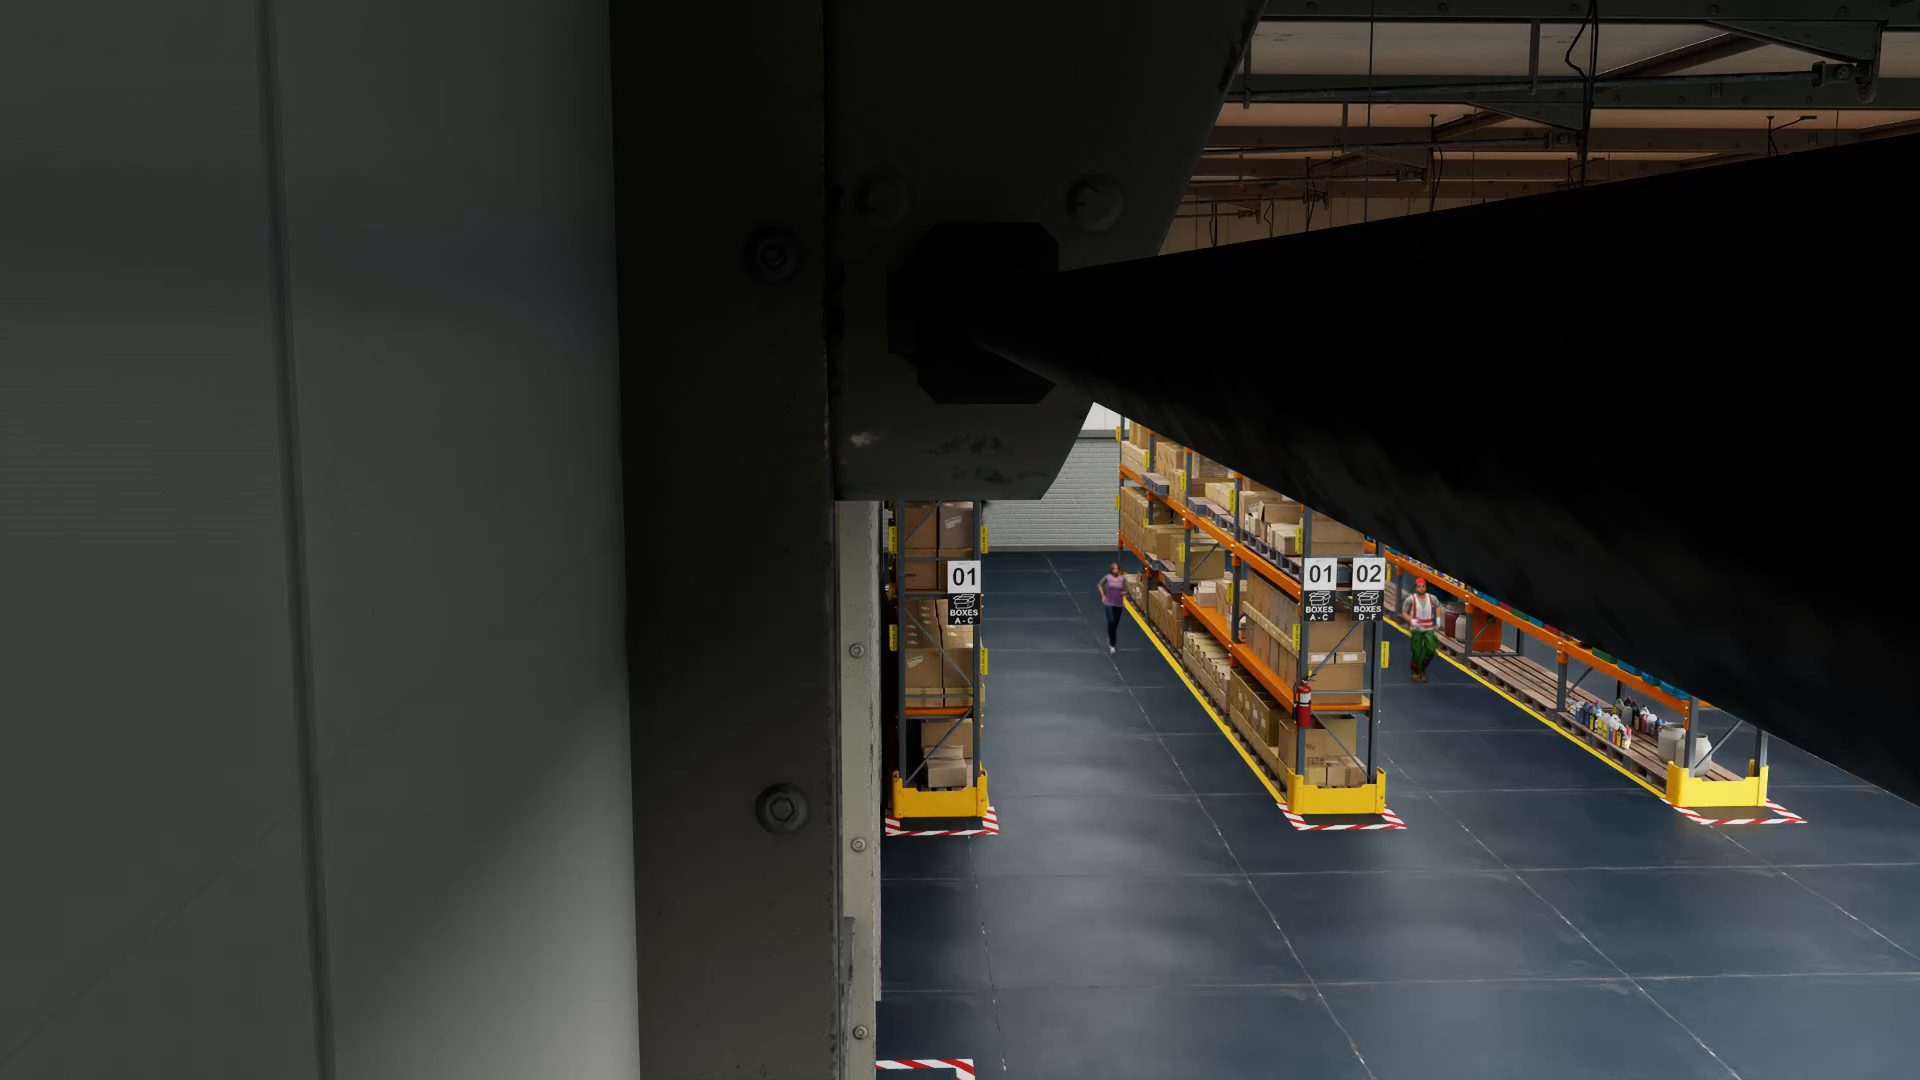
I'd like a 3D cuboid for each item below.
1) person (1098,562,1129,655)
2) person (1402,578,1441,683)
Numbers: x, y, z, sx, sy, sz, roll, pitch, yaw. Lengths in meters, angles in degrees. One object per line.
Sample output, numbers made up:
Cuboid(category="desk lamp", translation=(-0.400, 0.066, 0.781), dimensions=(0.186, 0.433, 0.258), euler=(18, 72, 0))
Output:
Cuboid(category="person", translation=(2.787, 1.218, 30.108), dimensions=(0.528, 1.626, 0.768), euler=(-1, 8, -9))
Cuboid(category="person", translation=(7.664, 1.502, 27.563), dimensions=(0.673, 1.751, 0.656), euler=(0, 8, 3))
